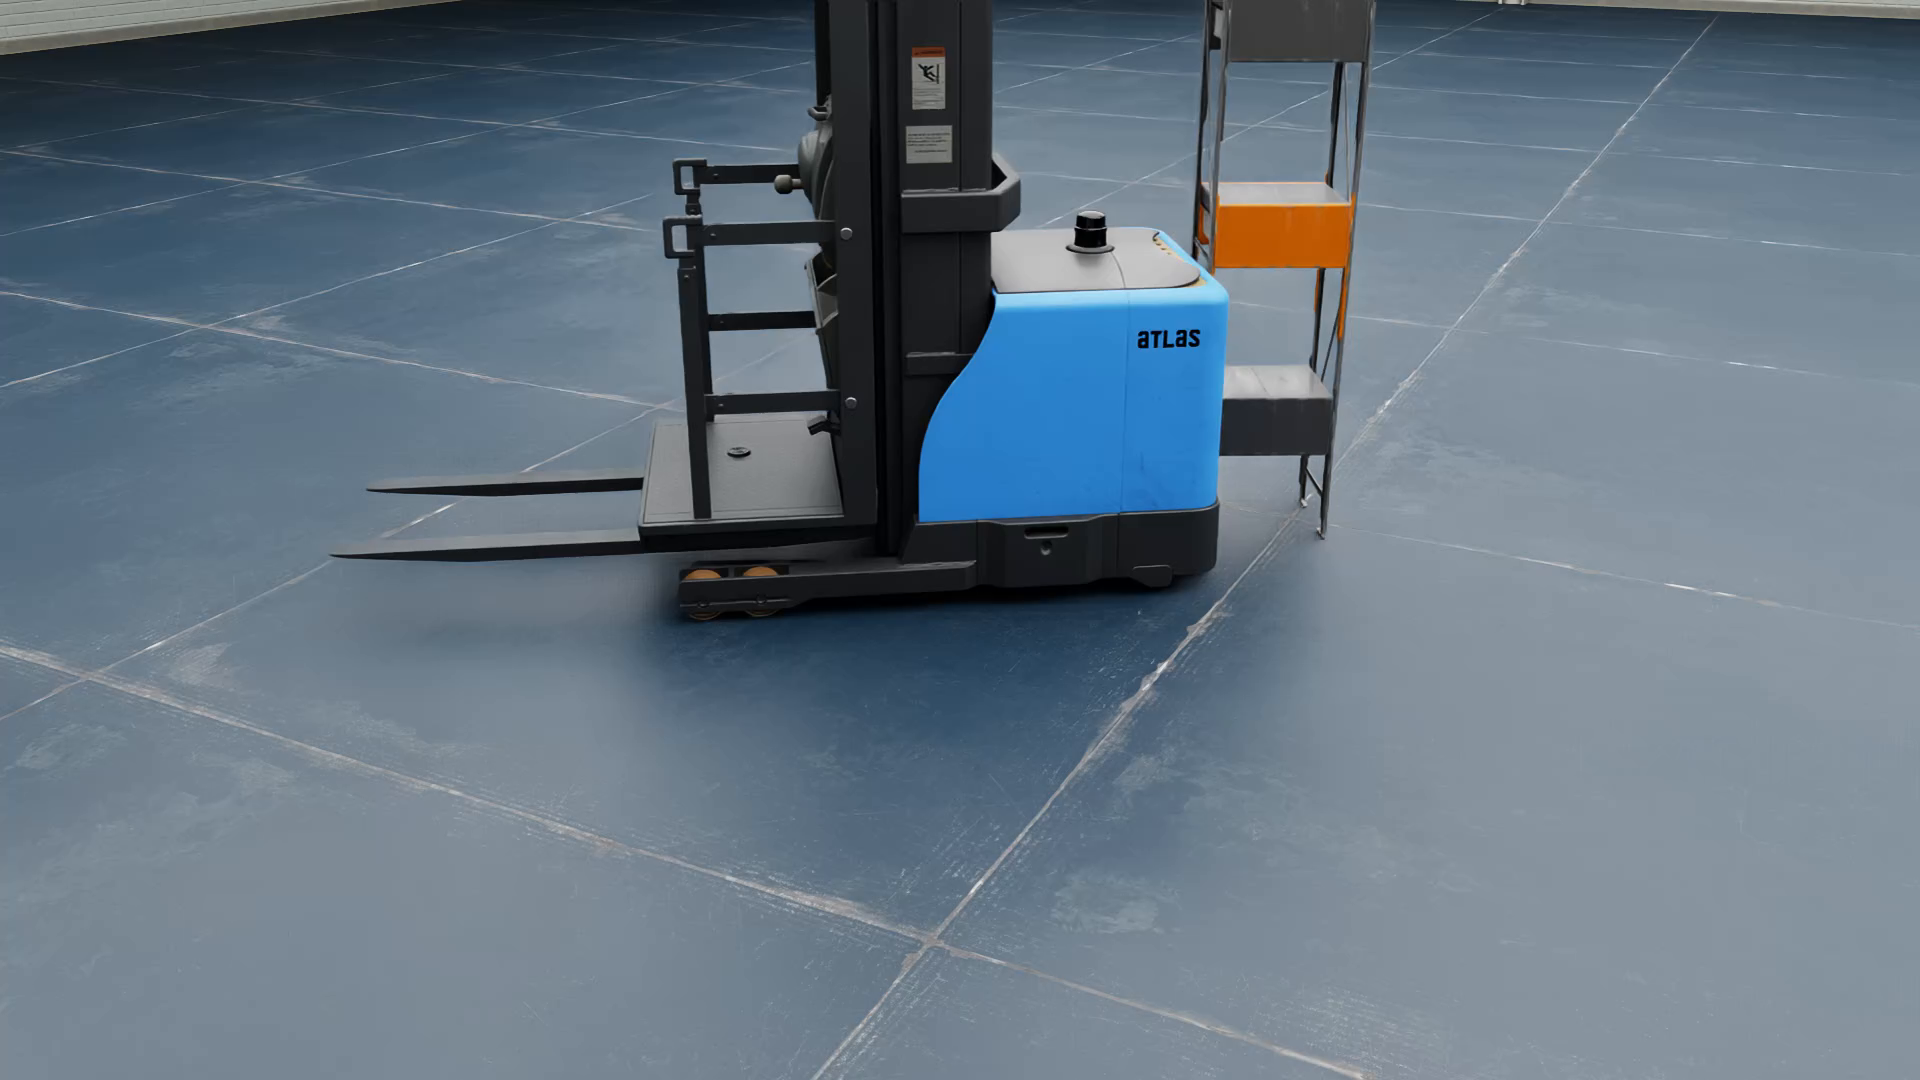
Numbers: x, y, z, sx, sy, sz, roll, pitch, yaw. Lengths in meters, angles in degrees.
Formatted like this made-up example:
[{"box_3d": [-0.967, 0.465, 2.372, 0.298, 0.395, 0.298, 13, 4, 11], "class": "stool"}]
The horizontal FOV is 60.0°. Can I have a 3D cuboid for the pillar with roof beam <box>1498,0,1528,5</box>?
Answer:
[{"box_3d": [6.674, -11.001, 20.619, 0.400, 9.000, 9.100, 11, 25, 25], "class": "pillar with roof beam"}]

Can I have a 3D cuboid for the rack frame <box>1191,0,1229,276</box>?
[{"box_3d": [0.877, -1.044, 6.019, 0.015, 2.100, 0.400, 0, 23, -1], "class": "rack frame"}]

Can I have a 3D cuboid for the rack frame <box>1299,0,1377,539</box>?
[{"box_3d": [1.365, -1.048, 6.031, 0.015, 2.100, 0.400, 0, 23, -1], "class": "rack frame"}]

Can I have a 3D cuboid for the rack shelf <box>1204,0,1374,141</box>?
[{"box_3d": [1.122, -1.678, 5.757, 0.480, 0.518, 0.431, 0, 23, -1], "class": "rack shelf"}]

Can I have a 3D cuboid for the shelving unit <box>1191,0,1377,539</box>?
[{"box_3d": [1.121, -1.046, 6.025, 0.503, 2.100, 0.431, 0, 23, -1], "class": "shelving unit"}]

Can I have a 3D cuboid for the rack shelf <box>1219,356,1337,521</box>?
[{"box_3d": [1.119, -0.389, 6.303, 0.480, 0.518, 0.431, 0, 23, -1], "class": "rack shelf"}]

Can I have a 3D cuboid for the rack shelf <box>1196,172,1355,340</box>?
[{"box_3d": [1.121, -1.034, 6.030, 0.480, 0.518, 0.431, 0, 23, -1], "class": "rack shelf"}]

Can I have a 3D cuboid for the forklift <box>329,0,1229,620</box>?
[{"box_3d": [-0.651, -1.298, 5.557, 3.031, 2.935, 1.130, -3, 23, -7], "class": "forklift"}]
